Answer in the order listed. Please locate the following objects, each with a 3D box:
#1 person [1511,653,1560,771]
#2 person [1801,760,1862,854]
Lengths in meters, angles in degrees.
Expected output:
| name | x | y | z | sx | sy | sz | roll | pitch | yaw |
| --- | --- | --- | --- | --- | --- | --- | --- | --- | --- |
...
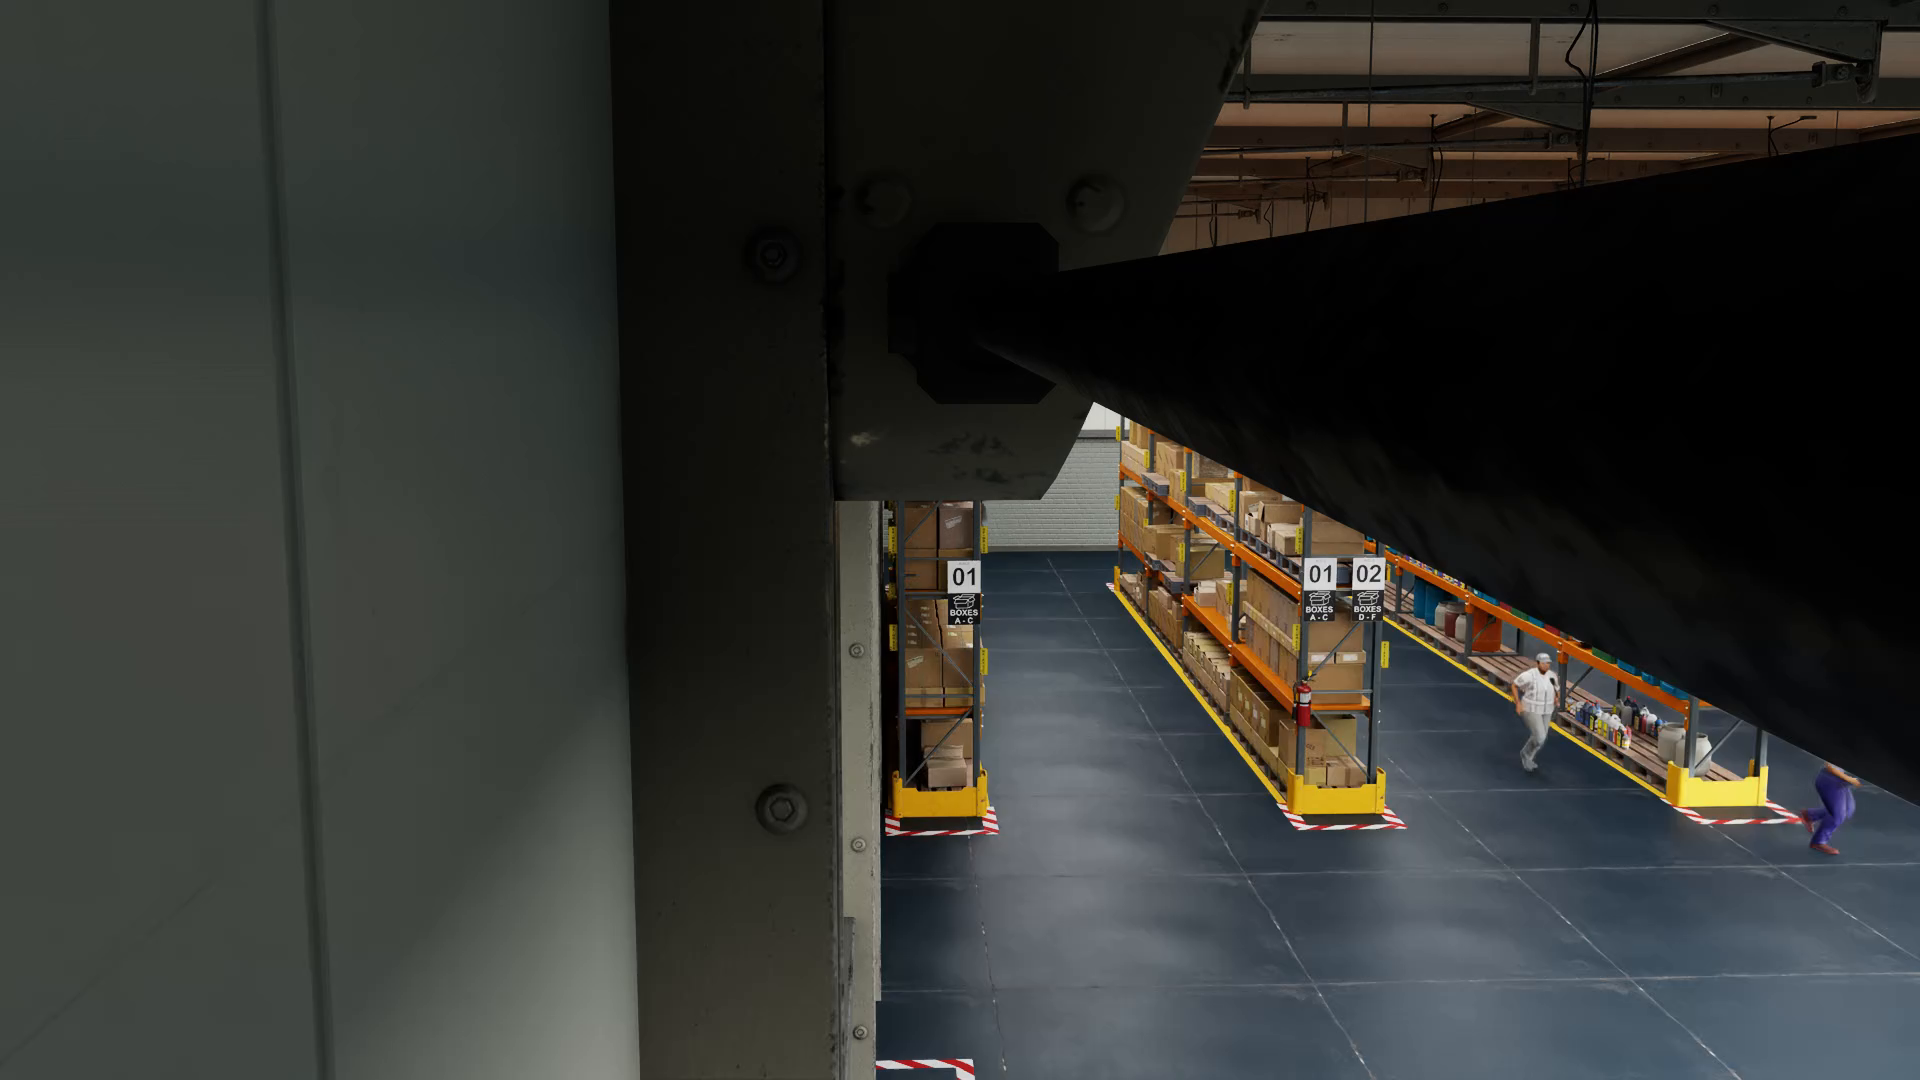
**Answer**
| name | x | y | z | sx | sy | sz | roll | pitch | yaw |
| --- | --- | --- | --- | --- | --- | --- | --- | --- | --- |
| person | 7.771 | 2.315 | 22.315 | 0.576 | 1.631 | 0.703 | -2 | 9 | -16 |
| person | 10.084 | 2.802 | 19.187 | 0.587 | 1.608 | 0.641 | 6 | 10 | 34 |
